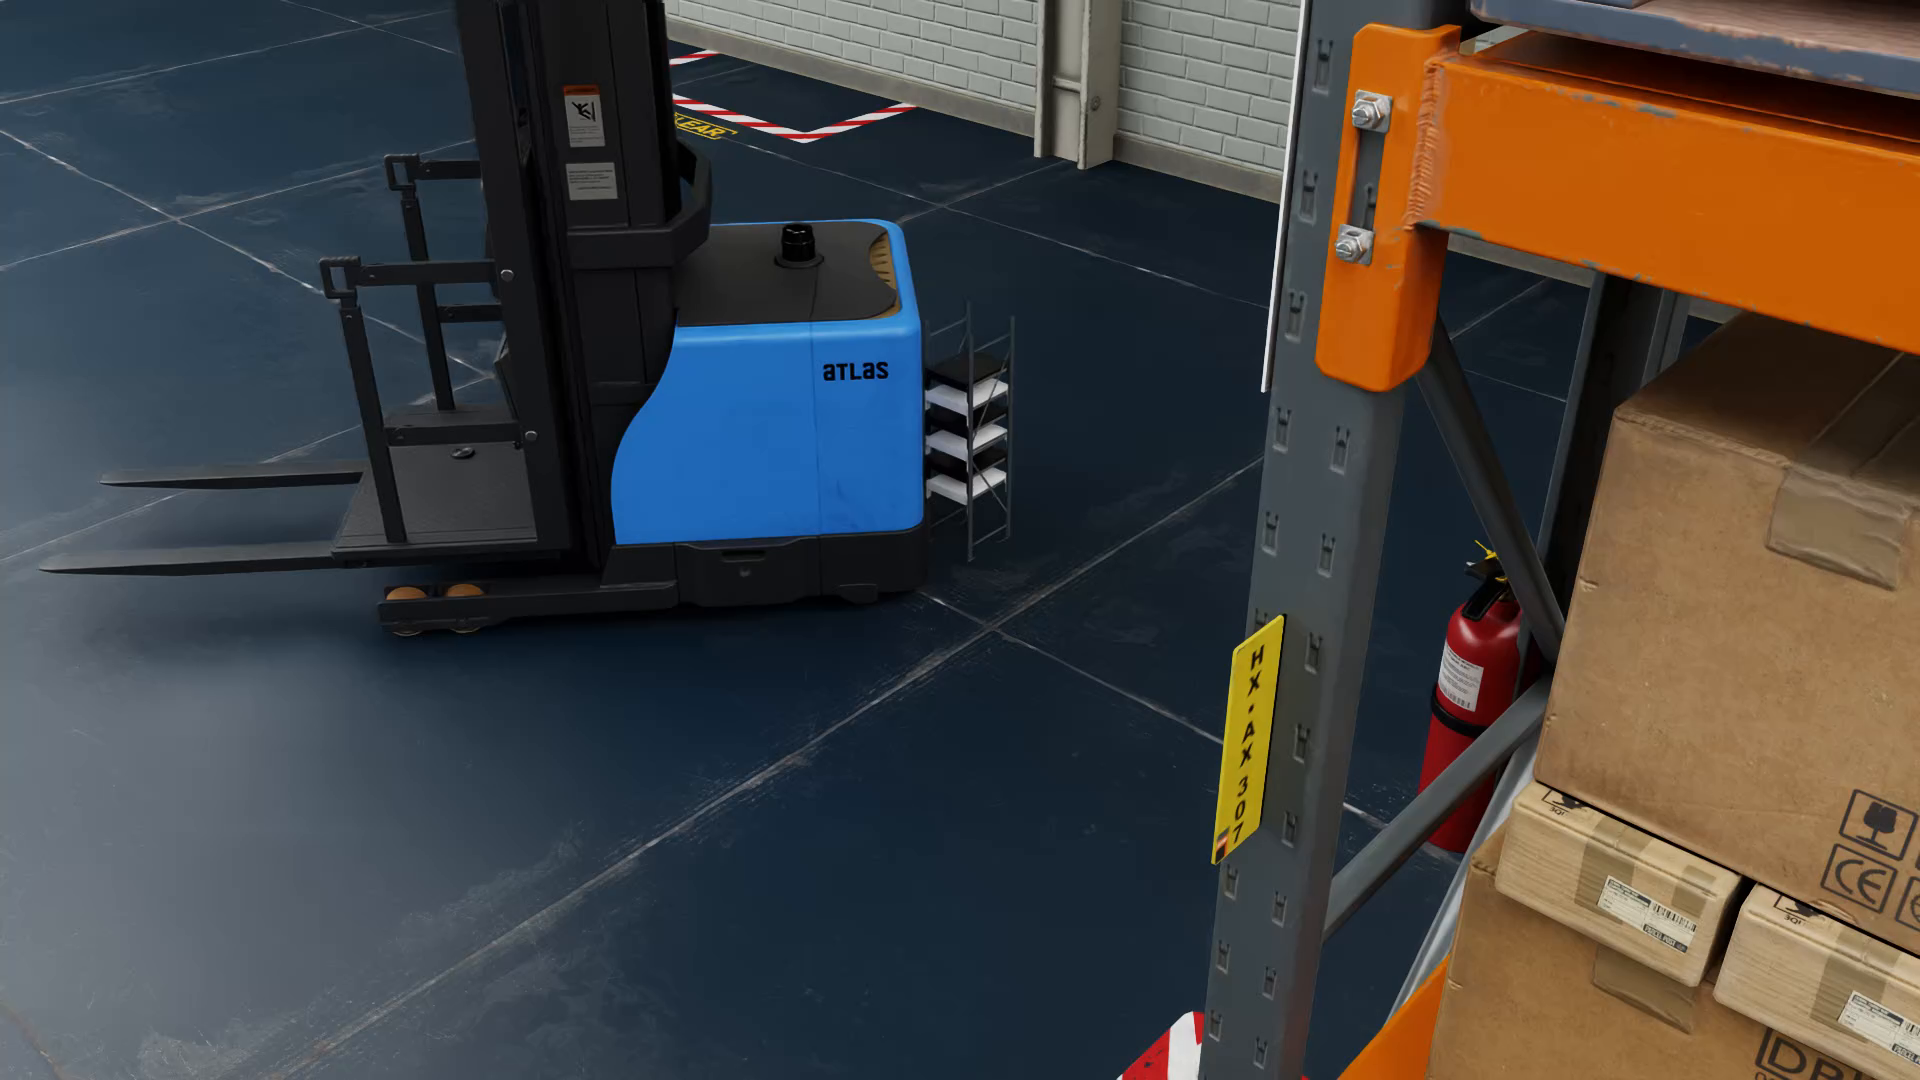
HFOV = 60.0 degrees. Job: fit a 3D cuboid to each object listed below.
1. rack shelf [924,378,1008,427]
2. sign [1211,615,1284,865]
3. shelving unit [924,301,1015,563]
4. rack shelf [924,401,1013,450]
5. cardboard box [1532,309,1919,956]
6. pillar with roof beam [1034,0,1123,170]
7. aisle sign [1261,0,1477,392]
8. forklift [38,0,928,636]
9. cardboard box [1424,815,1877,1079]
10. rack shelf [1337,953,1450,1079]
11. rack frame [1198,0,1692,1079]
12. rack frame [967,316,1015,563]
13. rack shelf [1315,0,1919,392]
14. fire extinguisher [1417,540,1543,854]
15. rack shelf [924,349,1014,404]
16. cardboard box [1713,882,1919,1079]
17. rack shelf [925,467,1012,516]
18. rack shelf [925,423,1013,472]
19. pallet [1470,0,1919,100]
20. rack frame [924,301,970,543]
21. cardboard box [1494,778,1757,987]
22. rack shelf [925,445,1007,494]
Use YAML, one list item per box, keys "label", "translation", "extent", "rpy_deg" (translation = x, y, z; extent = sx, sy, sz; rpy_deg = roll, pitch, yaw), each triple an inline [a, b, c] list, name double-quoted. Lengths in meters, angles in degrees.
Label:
- label: "rack shelf"
  translation: [0.032, -0.511, 5.940]
  extent: [0.200, 0.077, 0.258]
  rpy_deg: [24, 38, 34]
- label: "sign"
  translation: [0.348, 0.247, 2.016]
  extent: [0.005, 0.325, 0.100]
  rpy_deg: [25, 39, 35]
- label: "shelving unit"
  translation: [0.032, -0.385, 6.015]
  extent: [0.210, 0.900, 0.258]
  rpy_deg: [24, 38, 34]
- label: "rack shelf"
  translation: [0.032, -0.433, 5.986]
  extent: [0.200, 0.077, 0.258]
  rpy_deg: [24, 38, 34]
- label: "cardboard box"
  translation: [1.102, 0.027, 1.941]
  extent: [0.500, 0.500, 0.700]
  rpy_deg: [25, 39, 35]
- label: "pillar with roof beam"
  translation: [-2.192, -4.543, 5.072]
  extent: [0.400, 9.000, 9.100]
  rpy_deg: [25, 39, 35]
- label: "aisle sign"
  translation: [0.470, -0.578, 1.781]
  extent: [0.004, 0.787, 0.394]
  rpy_deg: [25, 39, 35]
- label: "forklift"
  translation: [-1.663, -1.213, 5.423]
  extent: [3.031, 2.935, 1.130]
  rpy_deg: [-3, 31, -5]
- label: "cardboard box"
  translation: [1.062, 0.565, 2.306]
  extent: [0.500, 0.500, 0.700]
  rpy_deg: [25, 39, 35]
- label: "rack shelf"
  translation: [2.208, 1.442, 1.644]
  extent: [4.000, 0.370, 1.077]
  rpy_deg: [25, 39, 35]
- label: "rack frame"
  translation: [0.727, 0.440, 2.611]
  extent: [0.053, 2.616, 0.949]
  rpy_deg: [25, 39, 35]
- label: "rack frame"
  translation: [0.108, -0.350, 5.958]
  extent: [0.006, 0.900, 0.240]
  rpy_deg: [24, 38, 34]
- label: "rack shelf"
  translation: [2.208, 0.157, 0.871]
  extent: [4.000, 0.370, 1.077]
  rpy_deg: [25, 39, 35]
- label: "fire extinguisher"
  translation: [0.949, 0.256, 2.992]
  extent: [0.183, 0.674, 0.296]
  rpy_deg: [25, 39, 35]
- label: "rack shelf"
  translation: [0.032, -0.588, 5.894]
  extent: [0.200, 0.077, 0.258]
  rpy_deg: [24, 38, 34]
- label: "cardboard box"
  translation: [1.069, 0.429, 1.903]
  extent: [0.250, 0.149, 0.380]
  rpy_deg: [24, 38, 34]
- label: "rack shelf"
  translation: [0.031, -0.202, 6.125]
  extent: [0.200, 0.077, 0.258]
  rpy_deg: [24, 38, 34]
- label: "rack shelf"
  translation: [0.032, -0.356, 6.032]
  extent: [0.200, 0.077, 0.258]
  rpy_deg: [24, 38, 34]
- label: "pallet"
  translation: [1.232, -0.551, 1.435]
  extent: [1.213, 0.211, 1.003]
  rpy_deg: [25, 39, 35]
- label: "rack frame"
  translation: [-0.045, -0.419, 6.073]
  extent: [0.006, 0.900, 0.240]
  rpy_deg: [24, 38, 34]
- label: "cardboard box"
  translation: [0.871, 0.339, 2.053]
  extent: [0.250, 0.149, 0.380]
  rpy_deg: [25, 39, 35]
- label: "rack shelf"
  translation: [0.031, -0.279, 6.079]
  extent: [0.200, 0.077, 0.258]
  rpy_deg: [24, 38, 34]
